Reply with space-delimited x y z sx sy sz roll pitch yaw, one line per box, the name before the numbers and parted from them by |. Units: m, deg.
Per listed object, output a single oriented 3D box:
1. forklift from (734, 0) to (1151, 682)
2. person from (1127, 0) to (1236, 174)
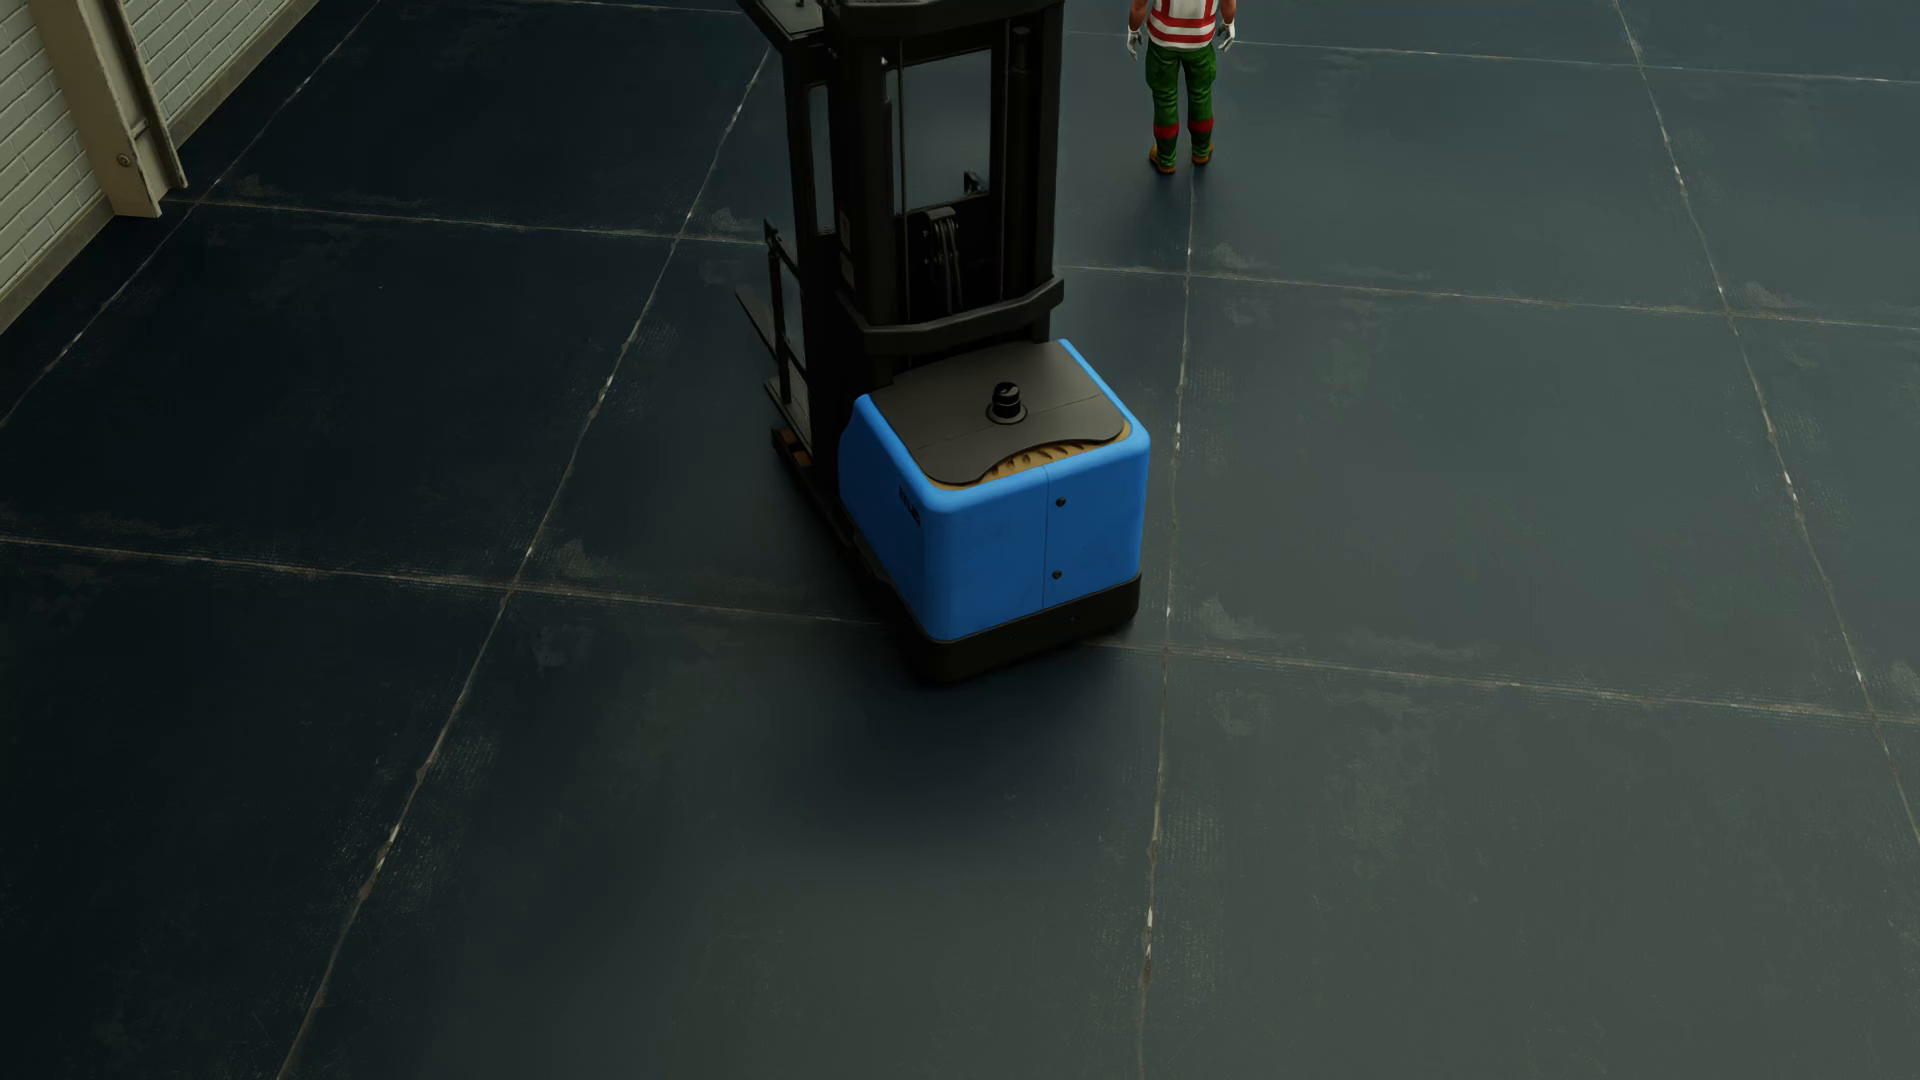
forklift | -0.285 -1.472 7.327 1.130 2.935 3.031 -18 45 -18
person | 1.304 -3.023 9.850 0.638 1.788 0.563 0 43 0
